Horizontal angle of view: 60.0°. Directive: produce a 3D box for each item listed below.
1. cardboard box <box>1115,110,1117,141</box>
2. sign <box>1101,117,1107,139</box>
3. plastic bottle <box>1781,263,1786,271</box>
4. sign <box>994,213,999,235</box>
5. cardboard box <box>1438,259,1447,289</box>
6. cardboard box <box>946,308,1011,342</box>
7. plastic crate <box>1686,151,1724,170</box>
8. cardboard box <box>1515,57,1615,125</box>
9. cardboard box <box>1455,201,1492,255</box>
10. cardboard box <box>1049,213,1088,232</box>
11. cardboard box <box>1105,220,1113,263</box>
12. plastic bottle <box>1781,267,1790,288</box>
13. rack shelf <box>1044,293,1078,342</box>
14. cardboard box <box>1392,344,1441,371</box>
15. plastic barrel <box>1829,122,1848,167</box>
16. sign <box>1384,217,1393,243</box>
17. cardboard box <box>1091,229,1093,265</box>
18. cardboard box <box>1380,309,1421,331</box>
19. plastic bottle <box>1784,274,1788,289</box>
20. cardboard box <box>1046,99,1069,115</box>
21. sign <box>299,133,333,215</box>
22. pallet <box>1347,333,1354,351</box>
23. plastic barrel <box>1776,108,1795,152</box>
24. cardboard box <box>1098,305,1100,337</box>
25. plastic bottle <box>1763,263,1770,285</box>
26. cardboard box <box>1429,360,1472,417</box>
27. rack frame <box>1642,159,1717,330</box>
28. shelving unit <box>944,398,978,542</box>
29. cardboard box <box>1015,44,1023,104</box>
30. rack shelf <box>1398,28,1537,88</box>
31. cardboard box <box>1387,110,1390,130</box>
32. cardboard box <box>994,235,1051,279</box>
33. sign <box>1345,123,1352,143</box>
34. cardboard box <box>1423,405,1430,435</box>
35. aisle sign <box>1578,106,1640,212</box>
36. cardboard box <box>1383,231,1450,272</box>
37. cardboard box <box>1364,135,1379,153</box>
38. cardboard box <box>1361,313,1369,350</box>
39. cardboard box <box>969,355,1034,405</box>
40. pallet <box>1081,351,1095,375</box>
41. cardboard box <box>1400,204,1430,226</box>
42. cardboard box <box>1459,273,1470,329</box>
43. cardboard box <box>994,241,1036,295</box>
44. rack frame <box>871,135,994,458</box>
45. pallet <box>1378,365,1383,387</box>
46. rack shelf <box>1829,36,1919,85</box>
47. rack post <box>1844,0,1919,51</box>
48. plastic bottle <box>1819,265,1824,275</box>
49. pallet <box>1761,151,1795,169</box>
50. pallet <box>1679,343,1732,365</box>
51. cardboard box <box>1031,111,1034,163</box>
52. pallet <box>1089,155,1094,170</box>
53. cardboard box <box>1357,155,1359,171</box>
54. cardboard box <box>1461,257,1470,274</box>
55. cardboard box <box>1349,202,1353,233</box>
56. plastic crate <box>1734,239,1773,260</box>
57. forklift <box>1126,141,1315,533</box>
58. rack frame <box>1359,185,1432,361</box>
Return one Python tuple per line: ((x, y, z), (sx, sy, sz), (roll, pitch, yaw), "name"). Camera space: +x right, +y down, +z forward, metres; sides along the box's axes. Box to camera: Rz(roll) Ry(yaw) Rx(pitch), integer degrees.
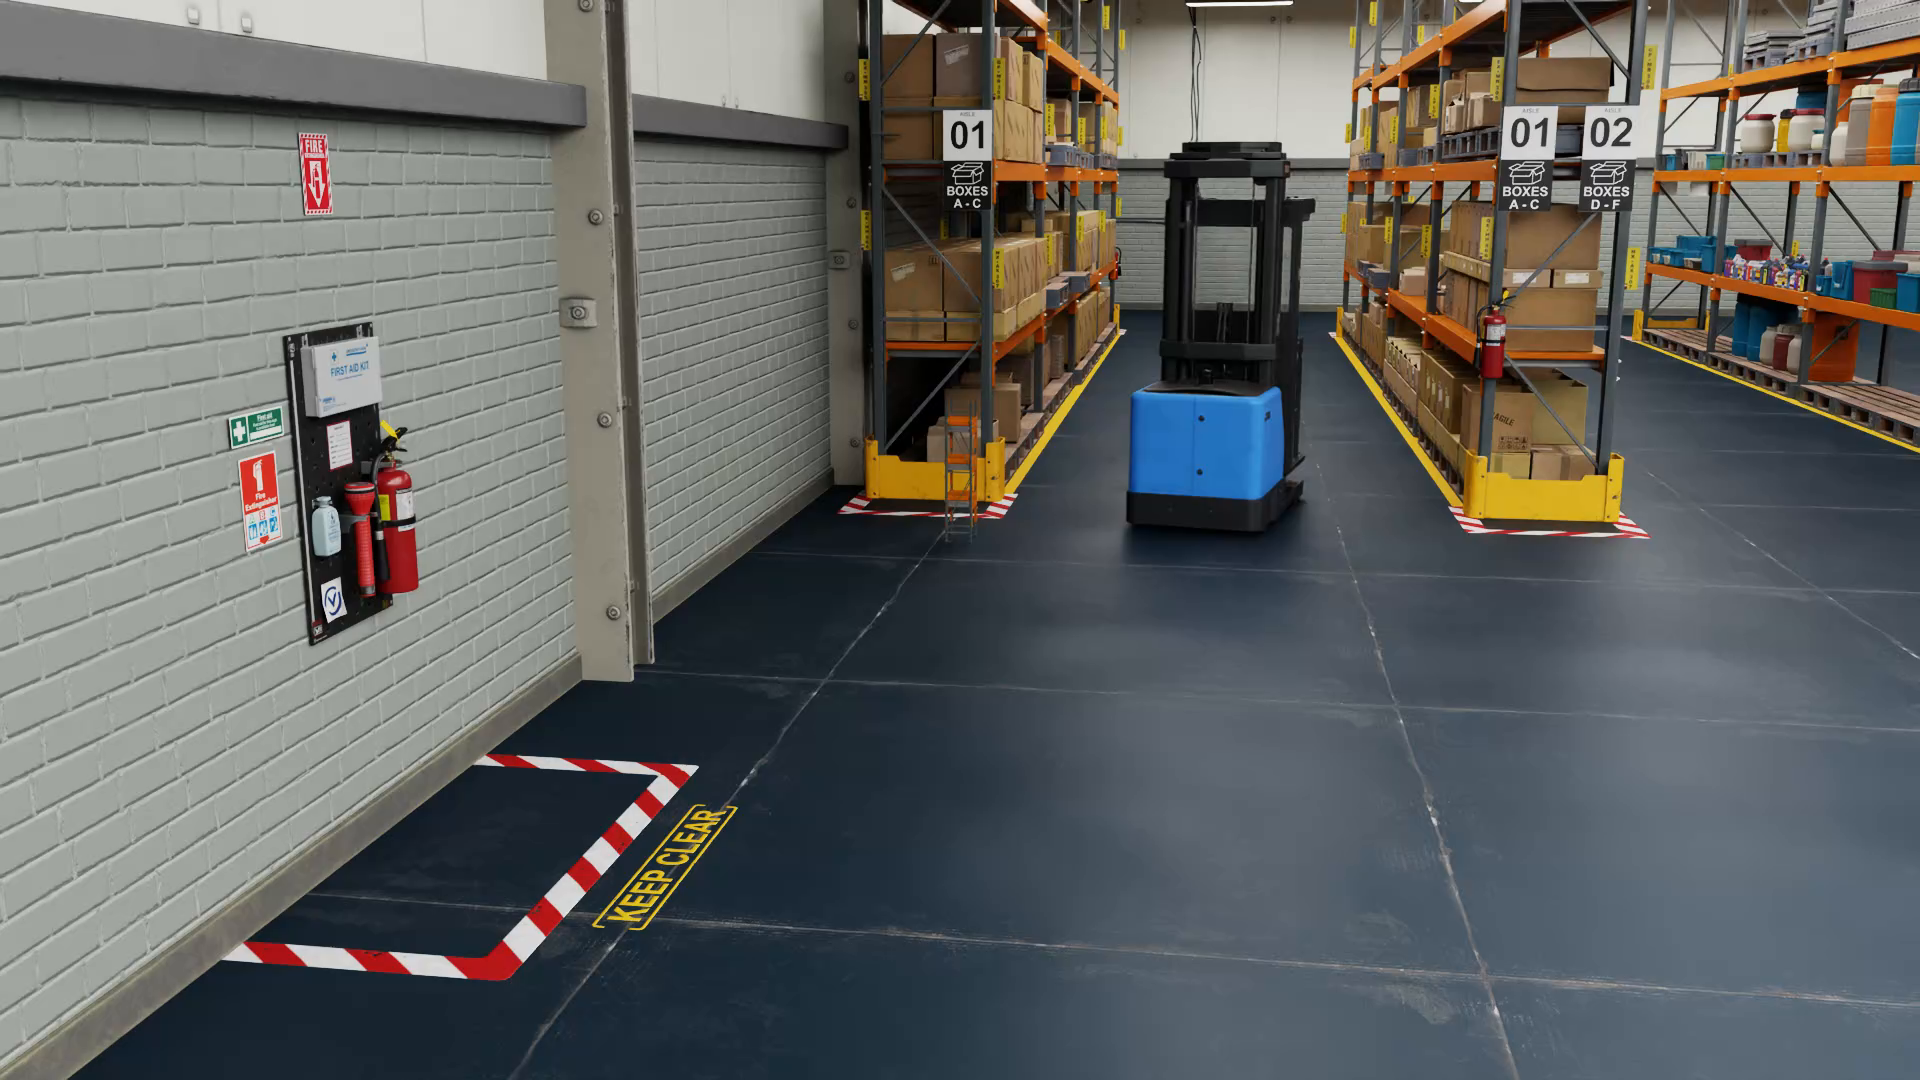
((2.393, -7.008, 28.111), (0.500, 0.500, 0.500), (2, 12, 8), "cardboard box")
((2.158, -6.180, 24.954), (0.100, 0.325, 0.005), (2, 12, 9), "sign")
((10.782, -3.481, 21.805), (0.061, 0.283, 0.133), (2, 12, 9), "plastic bottle")
((0.456, -4.073, 21.524), (0.100, 0.325, 0.005), (2, 12, 9), "sign")
((5.501, -2.815, 18.199), (0.500, 0.500, 0.500), (3, 12, 13), "cardboard box")
((0.164, -1.852, 14.276), (0.500, 0.250, 0.500), (2, 12, 7), "cardboard box")
((11.379, -5.791, 25.406), (0.437, 0.282, 0.530), (2, 12, 9), "plastic crate")
((4.763, -3.575, 13.266), (0.797, 0.503, 0.637), (3, 12, 13), "cardboard box")
((5.147, -2.983, 15.896), (0.700, 0.500, 0.500), (2, 12, 9), "cardboard box")
((1.485, -4.363, 22.846), (0.500, 0.250, 0.500), (2, 12, 9), "cardboard box")
((2.066, -5.043, 28.063), (0.980, 0.700, 0.700), (2, 12, 8), "cardboard box")
((10.566, -3.356, 21.253), (0.097, 0.271, 0.097), (0, 12, 0), "plastic bottle")
((0.698, -2.722, 19.710), (1.077, 0.370, 4.000), (2, 12, 9), "rack shelf")
((5.377, -2.150, 19.549), (0.500, 0.311, 0.500), (2, 12, 7), "cardboard box")
((10.444, -4.635, 19.495), (0.421, 0.512, 0.421), (0, 12, 0), "plastic barrel")
((5.363, -3.873, 20.784), (0.100, 0.325, 0.005), (2, 12, 9), "sign")
((1.644, -4.211, 23.924), (0.500, 0.500, 0.500), (2, 12, 9), "cardboard box")
((5.817, -2.904, 21.957), (0.500, 0.250, 0.500), (2, 12, 11), "cardboard box")
((10.551, -3.302, 21.166), (0.097, 0.201, 0.097), (0, 12, 0), "plastic bottle")
((1.285, -6.125, 23.612), (0.500, 0.250, 0.500), (1, 12, 7), "cardboard box")
((-2.413, -1.371, 6.231), (0.001, 0.298, 0.199), (2, 12, 9), "sign")
((6.807, -3.197, 26.827), (1.003, 0.211, 1.213), (2, 12, 9), "pallet")
((11.470, -5.568, 22.648), (0.600, 0.588, 0.600), (0, 12, 0), "plastic barrel")
((1.837, -3.458, 26.356), (0.700, 0.500, 0.500), (2, 12, 9), "cardboard box")
((10.660, -3.514, 21.955), (0.061, 0.283, 0.133), (2, 12, 9), "plastic bottle")
((4.751, -1.430, 15.761), (0.500, 0.500, 0.500), (2, 12, 9), "cardboard box")
((12.025, -4.834, 27.804), (1.000, 3.000, 0.127), (2, 12, 9), "rack frame")
((0.008, -0.524, 12.434), (0.215, 1.050, 0.252), (2, 12, 9), "shelving unit")
((0.269, -4.120, 14.714), (0.500, 0.500, 0.500), (2, 12, 10), "cardboard box")
((5.593, -5.299, 18.379), (1.077, 0.370, 4.000), (2, 12, 9), "rack shelf")
((6.285, -5.690, 23.183), (0.600, 0.600, 0.600), (2, 12, 8), "cardboard box")
((0.665, -3.280, 19.311), (0.700, 0.500, 0.500), (4, 13, 16), "cardboard box")
((6.595, -6.906, 28.226), (0.100, 0.325, 0.005), (2, 12, 9), "sign")
((4.832, -1.168, 16.322), (0.500, 0.250, 0.500), (2, 12, 9), "cardboard box")
((4.963, -2.912, 12.714), (0.394, 0.787, 0.004), (2, 12, 9), "aisle sign")
((5.886, -3.719, 21.395), (0.700, 0.500, 0.500), (-2, 12, -10), "cardboard box")
((6.322, -5.910, 24.846), (0.500, 0.250, 0.500), (2, 12, 9), "cardboard box")
((6.200, -3.063, 24.475), (0.500, 0.500, 0.500), (1, 12, 6), "cardboard box")
((0.487, -1.804, 18.633), (0.700, 0.500, 0.500), (2, 12, 11), "cardboard box")
((1.391, -2.541, 23.785), (1.003, 0.211, 1.213), (2, 12, 9), "pallet")
((6.866, -4.789, 24.986), (0.500, 0.500, 0.500), (2, 12, 10), "cardboard box")
((5.068, -2.239, 15.527), (0.700, 0.500, 0.500), (2, 12, 9), "cardboard box")
((0.464, -2.643, 16.166), (0.500, 0.500, 0.500), (2, 12, 7), "cardboard box")
((-0.225, -1.824, 13.839), (1.000, 3.000, 0.127), (2, 12, 9), "rack frame")
((6.053, -2.121, 21.834), (1.003, 0.211, 1.213), (2, 12, 9), "pallet")
((10.487, -5.138, 17.631), (1.077, 0.370, 4.000), (2, 12, 9), "rack shelf")
((10.397, -5.779, 17.475), (1.013, 1.000, 3.121), (2, 12, 9), "rack post")
((11.251, -3.523, 21.837), (0.144, 0.351, 0.185), (2, 12, 9), "plastic bottle")
((11.214, -4.973, 21.776), (1.003, 0.211, 1.213), (2, 12, 9), "pallet")
((11.484, -2.793, 24.950), (1.003, 0.211, 1.213), (2, 12, 9), "pallet")
((0.466, -3.964, 16.362), (0.500, 0.500, 0.500), (1, 12, 4), "cardboard box")
((1.528, -5.503, 24.241), (0.805, 0.209, 1.217), (1, 12, 6), "pallet")
((6.565, -5.978, 26.346), (0.500, 0.250, 0.500), (2, 12, 9), "cardboard box")
((4.858, -2.545, 15.406), (0.380, 0.149, 0.250), (2, 12, 7), "cardboard box")
((6.729, -5.340, 27.541), (0.500, 0.500, 0.500), (2, 12, 9), "cardboard box")
((11.795, -4.240, 24.752), (0.402, 0.464, 0.583), (2, 12, 9), "plastic crate")
((2.267, -1.755, 13.681), (1.130, 2.935, 3.031), (4, 13, 20), "forklift")
((6.516, -4.163, 24.689), (1.000, 3.000, 0.127), (2, 12, 9), "rack frame")
